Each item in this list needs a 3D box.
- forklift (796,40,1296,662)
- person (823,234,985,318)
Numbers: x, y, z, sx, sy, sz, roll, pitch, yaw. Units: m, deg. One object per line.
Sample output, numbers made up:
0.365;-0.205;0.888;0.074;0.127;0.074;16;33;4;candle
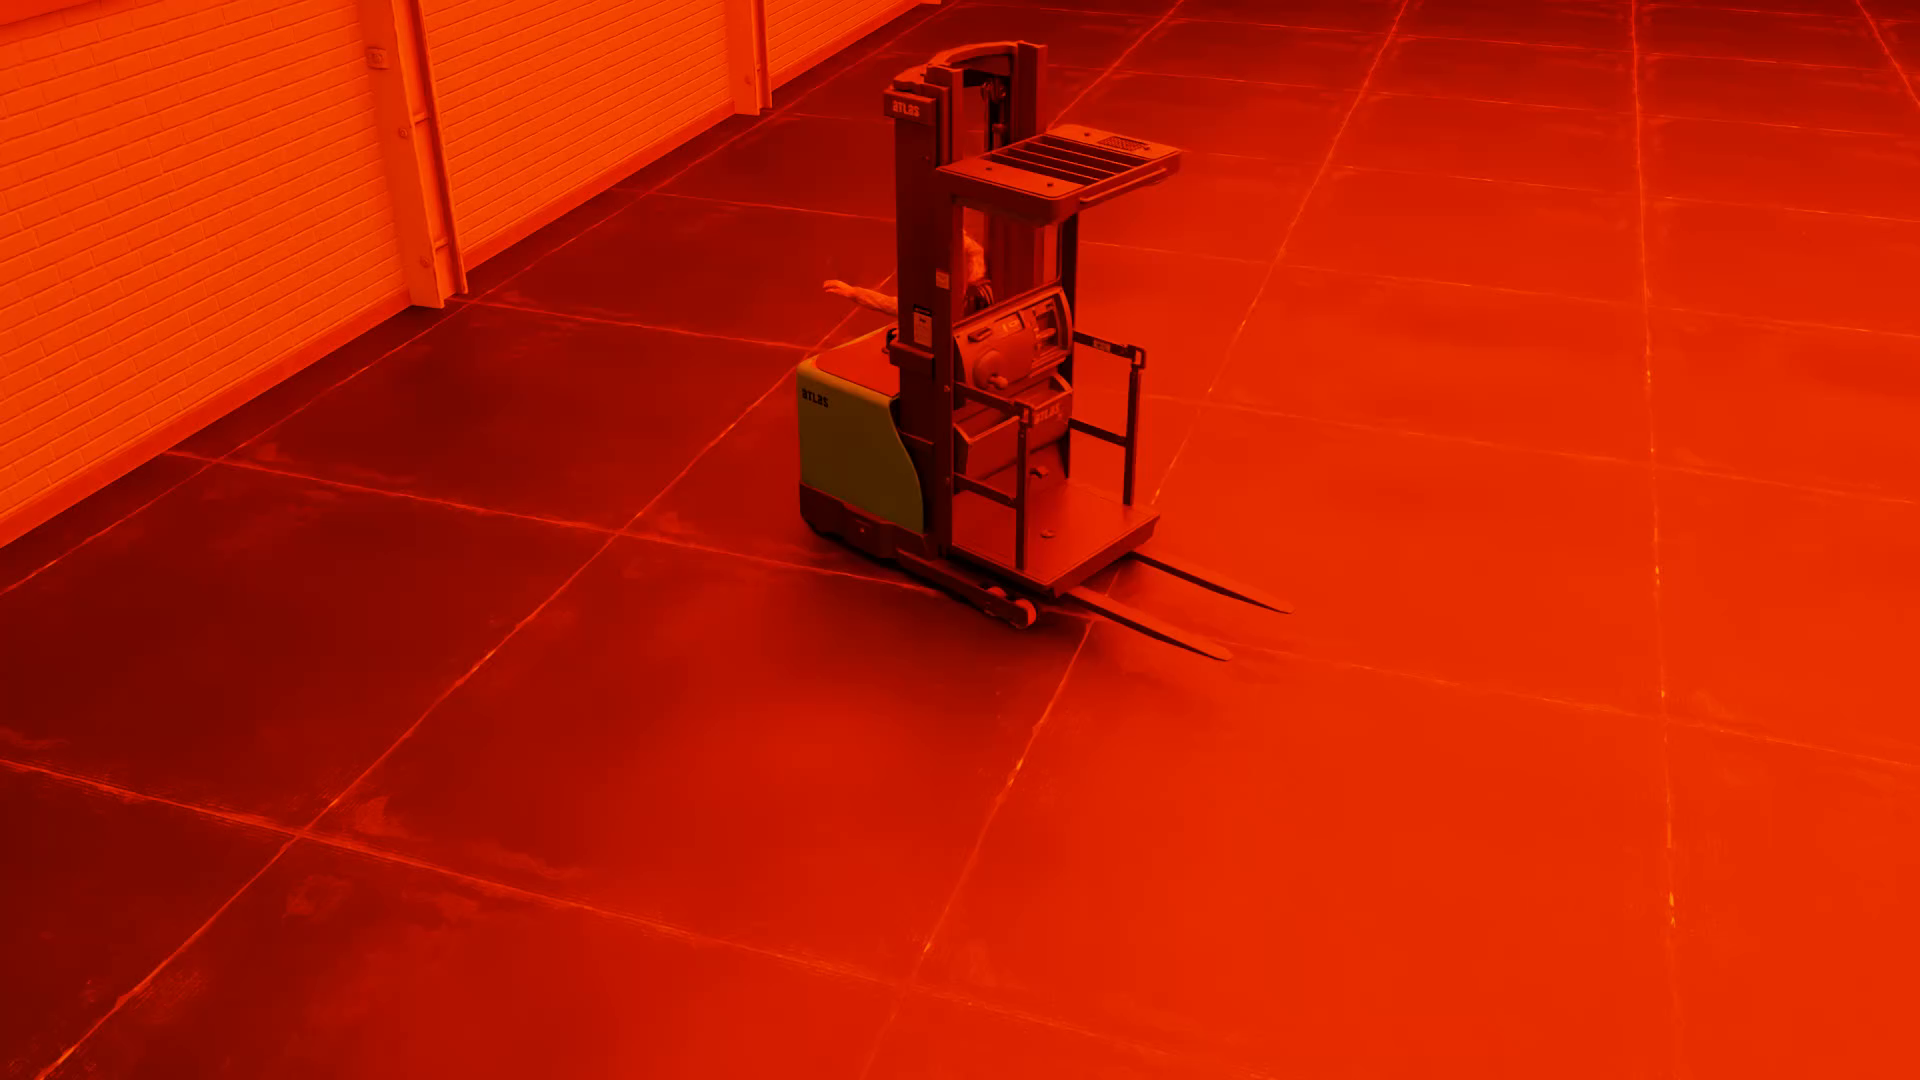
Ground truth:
0.459;-1.074;9.021;3.031;2.935;1.130;23;37;35;forklift
-0.380;-1.326;10.858;1.081;1.598;0.833;-7;30;-11;person
